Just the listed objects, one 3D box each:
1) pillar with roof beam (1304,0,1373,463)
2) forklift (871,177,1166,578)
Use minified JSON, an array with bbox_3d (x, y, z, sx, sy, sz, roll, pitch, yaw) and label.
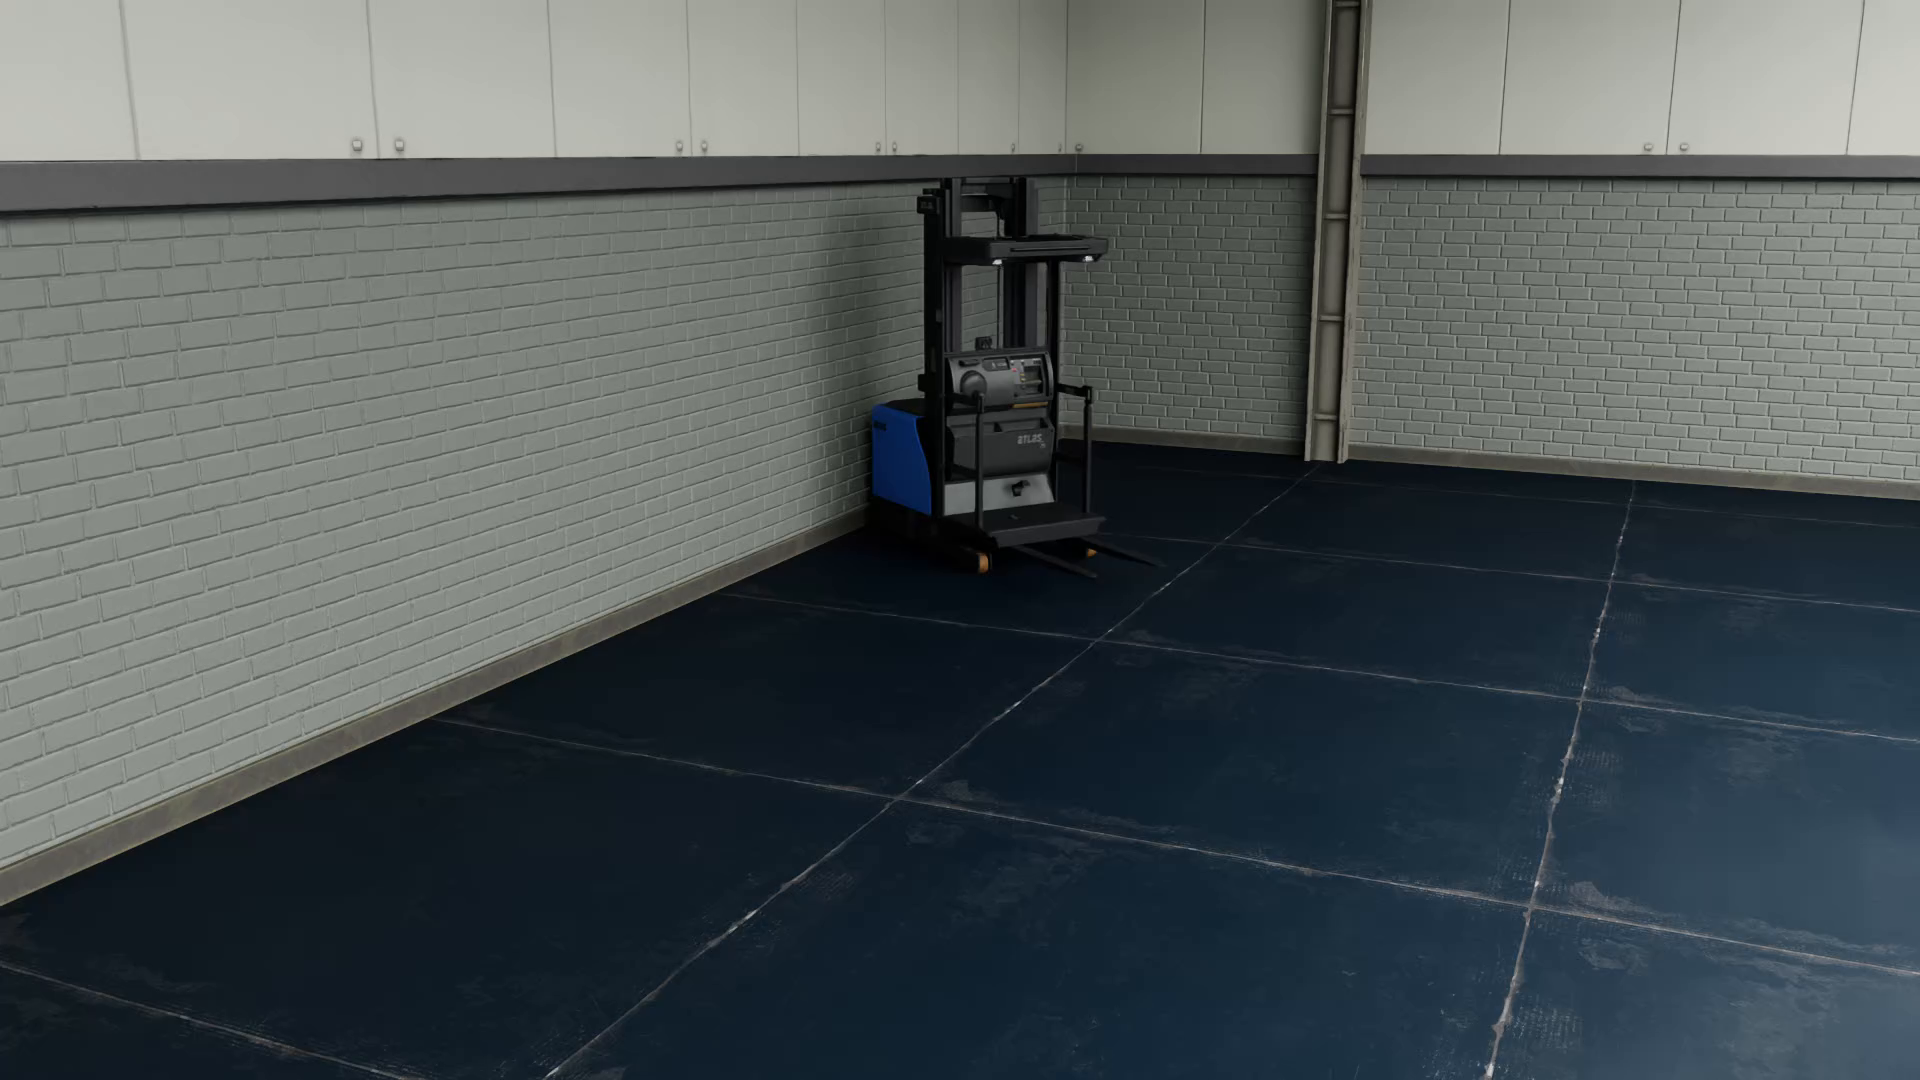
[{"bbox_3d":[2.073,-4.322,12.475,0.400,9.000,9.100,6,14,23],"label":"pillar with roof beam"},{"bbox_3d":[0.432,-1.287,12.826,1.130,2.935,3.031,-8,15,-30],"label":"forklift"}]
